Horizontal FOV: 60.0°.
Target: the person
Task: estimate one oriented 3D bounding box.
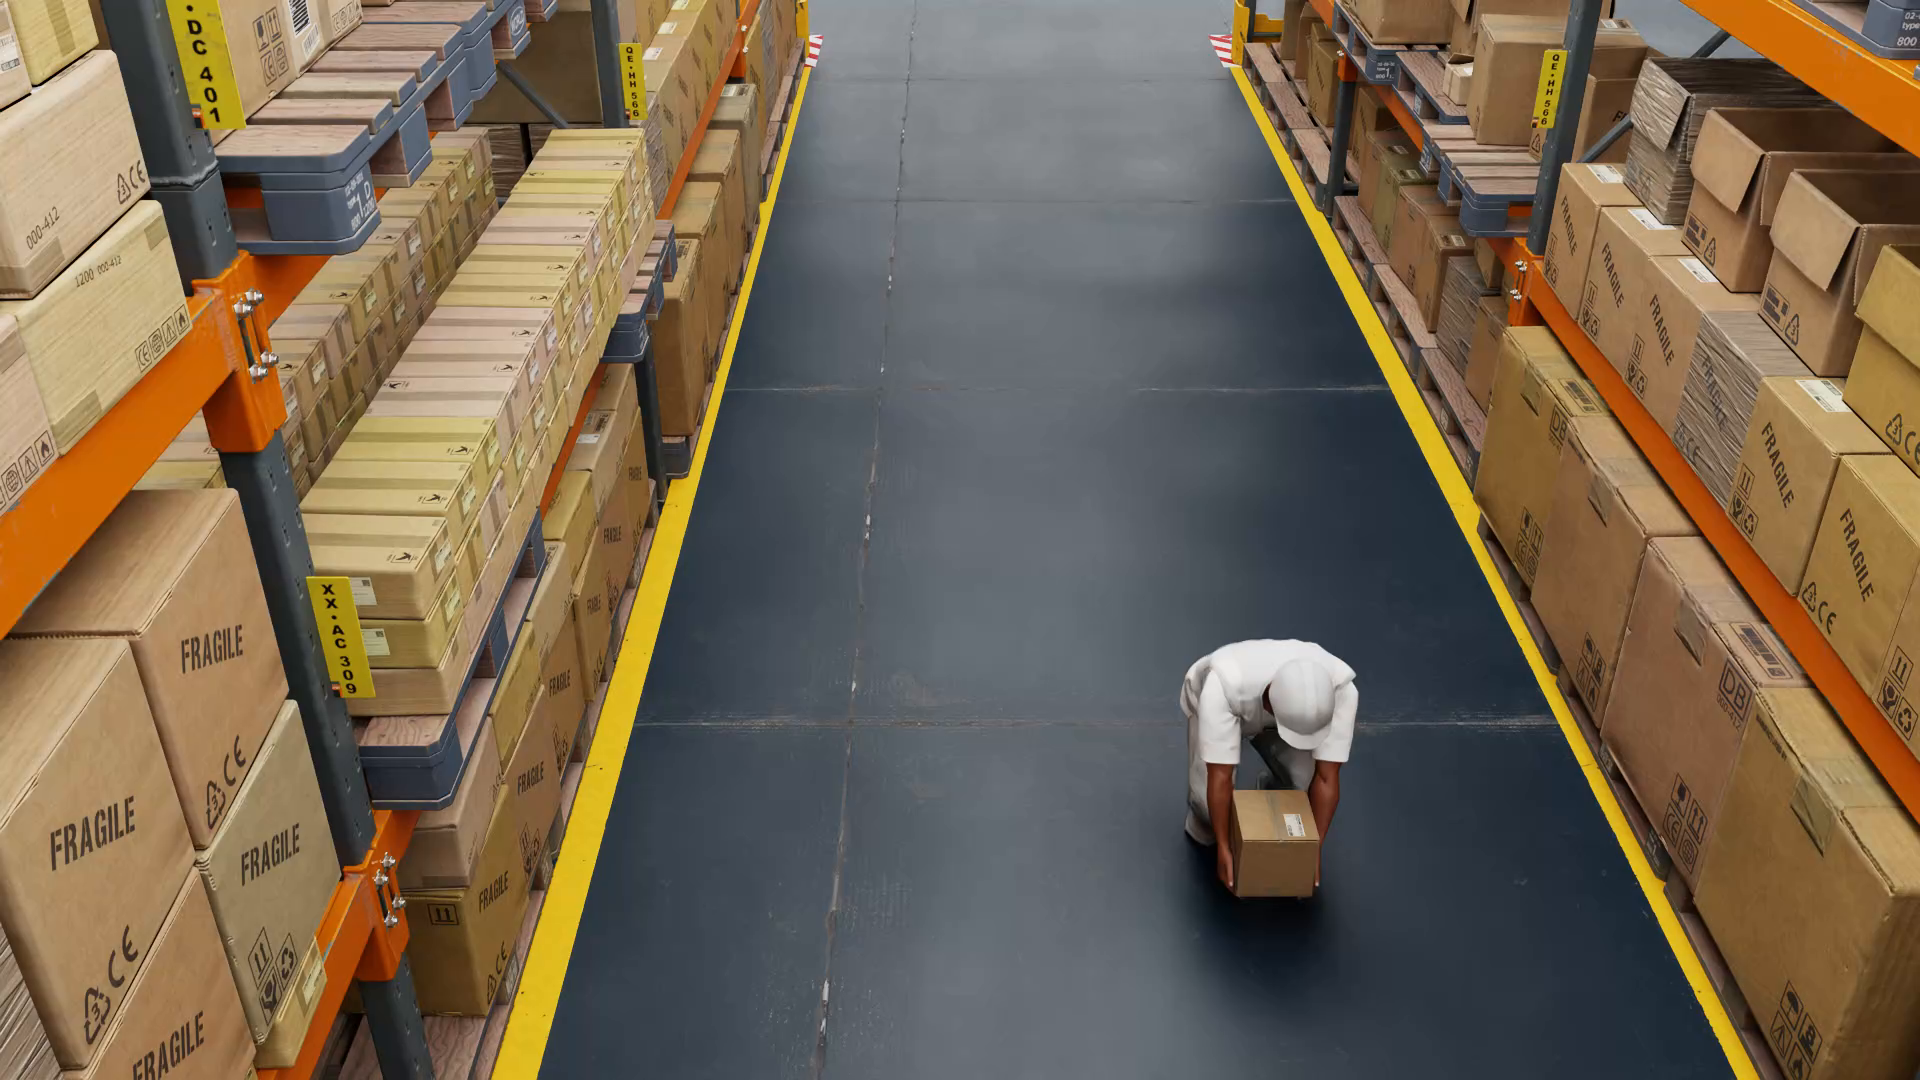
[{"bbox_3d":[1.063,0.685,5.725,0.547,1.008,0.905,-1,31,-1],"label":"person"}]
